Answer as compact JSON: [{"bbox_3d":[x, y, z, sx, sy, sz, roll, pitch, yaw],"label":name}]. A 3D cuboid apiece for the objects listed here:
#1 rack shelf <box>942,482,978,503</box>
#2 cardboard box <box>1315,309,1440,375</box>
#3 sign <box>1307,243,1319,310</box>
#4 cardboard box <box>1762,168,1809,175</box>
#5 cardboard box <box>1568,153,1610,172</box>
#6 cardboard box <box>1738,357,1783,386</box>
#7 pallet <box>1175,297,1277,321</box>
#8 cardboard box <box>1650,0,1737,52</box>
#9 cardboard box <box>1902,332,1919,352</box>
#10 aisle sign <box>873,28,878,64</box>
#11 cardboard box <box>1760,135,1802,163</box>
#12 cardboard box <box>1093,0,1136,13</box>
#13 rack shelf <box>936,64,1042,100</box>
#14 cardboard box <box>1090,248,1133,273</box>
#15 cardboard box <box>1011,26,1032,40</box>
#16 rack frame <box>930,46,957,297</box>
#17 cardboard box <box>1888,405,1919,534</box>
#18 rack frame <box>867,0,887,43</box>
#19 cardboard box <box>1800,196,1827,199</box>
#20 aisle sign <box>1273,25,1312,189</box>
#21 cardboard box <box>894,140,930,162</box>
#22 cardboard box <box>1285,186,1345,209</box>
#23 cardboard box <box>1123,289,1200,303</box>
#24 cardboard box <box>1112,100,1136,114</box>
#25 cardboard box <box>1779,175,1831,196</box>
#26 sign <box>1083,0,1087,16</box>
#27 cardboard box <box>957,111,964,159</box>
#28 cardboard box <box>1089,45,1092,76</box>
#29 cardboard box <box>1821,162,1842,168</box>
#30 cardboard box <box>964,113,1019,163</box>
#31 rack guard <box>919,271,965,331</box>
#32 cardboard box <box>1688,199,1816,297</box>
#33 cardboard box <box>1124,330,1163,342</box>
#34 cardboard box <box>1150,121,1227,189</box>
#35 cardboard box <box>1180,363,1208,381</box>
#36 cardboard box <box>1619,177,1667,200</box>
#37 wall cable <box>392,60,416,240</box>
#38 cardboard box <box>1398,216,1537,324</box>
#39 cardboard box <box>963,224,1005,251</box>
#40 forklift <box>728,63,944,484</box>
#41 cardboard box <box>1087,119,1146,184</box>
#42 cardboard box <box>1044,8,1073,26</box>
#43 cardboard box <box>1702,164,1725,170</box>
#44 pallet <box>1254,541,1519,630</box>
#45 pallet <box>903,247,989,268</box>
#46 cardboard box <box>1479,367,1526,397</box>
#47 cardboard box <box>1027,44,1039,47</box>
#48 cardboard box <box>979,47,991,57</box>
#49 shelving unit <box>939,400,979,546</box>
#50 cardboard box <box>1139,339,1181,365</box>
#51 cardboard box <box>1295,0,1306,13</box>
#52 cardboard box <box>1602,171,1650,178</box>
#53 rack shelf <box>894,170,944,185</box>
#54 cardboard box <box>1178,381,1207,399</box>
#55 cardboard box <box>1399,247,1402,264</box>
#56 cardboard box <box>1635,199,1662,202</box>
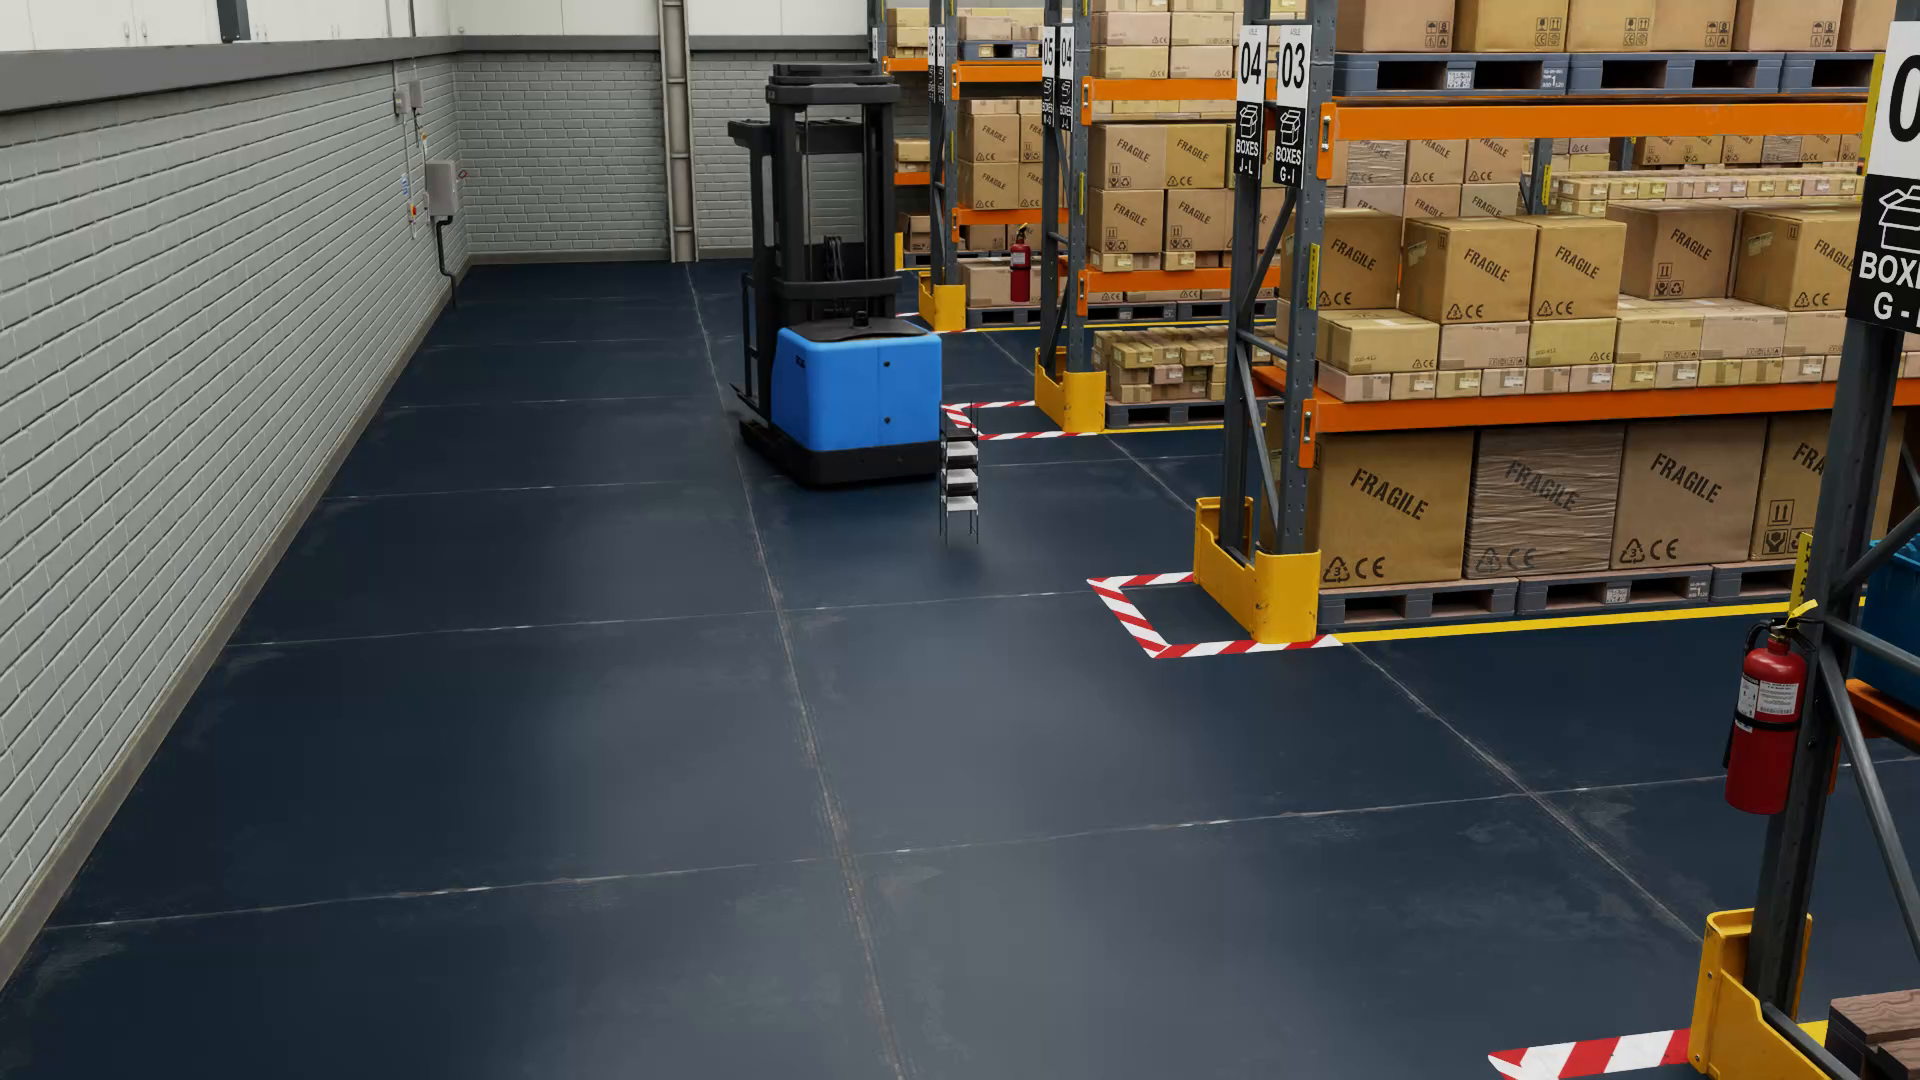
[{"bbox_3d":[-0.008,-0.312,10.714,0.200,0.077,0.258,-3,17,-10],"label":"rack shelf"},{"bbox_3d":[2.217,-1.066,8.922,0.500,0.250,0.500,-4,17,-12],"label":"cardboard box"},{"bbox_3d":[1.794,-1.338,8.449,0.005,0.325,0.100,-3,17,-10],"label":"sign"},{"bbox_3d":[7.452,-3.280,15.081,0.250,0.149,0.380,-4,18,-13],"label":"cardboard box"},{"bbox_3d":[7.242,-4.416,19.484,0.500,0.250,0.500,-3,17,-11],"label":"cardboard box"},{"bbox_3d":[4.375,-0.980,9.322,0.250,0.149,0.380,-3,17,-9],"label":"cardboard box"},{"bbox_3d":[2.981,-2.773,19.481,1.213,0.211,1.003,-3,17,-10],"label":"pallet"},{"bbox_3d":[3.796,-2.922,9.051,0.500,0.500,0.700,-2,17,-8],"label":"cardboard box"},{"bbox_3d":[5.238,-1.239,9.487,0.500,0.250,0.500,-4,17,-11],"label":"cardboard box"},{"bbox_3d":[-1.142,-6.488,22.399,0.004,0.787,0.394,-3,17,-10],"label":"aisle sign"},{"bbox_3d":[9.678,-4.786,19.893,0.500,0.500,0.500,-4,18,-13],"label":"cardboard box"},{"bbox_3d":[1.214,-4.226,13.078,0.250,0.149,0.380,-3,17,-11],"label":"cardboard box"},{"bbox_3d":[1.778,-5.105,18.439,4.000,0.370,1.077,-3,17,-10],"label":"rack shelf"},{"bbox_3d":[1.233,-2.285,13.571,0.250,0.149,0.380,-3,17,-11],"label":"cardboard box"},{"bbox_3d":[0.636,-5.563,18.248,0.250,0.149,0.380,-5,18,-15],"label":"cardboard box"},{"bbox_3d":[-0.185,-3.903,18.411,0.127,3.000,1.000,-3,17,-10],"label":"rack frame"},{"bbox_3d":[6.247,-0.496,10.220,0.875,0.875,1.225,-3,17,-10],"label":"cardboard box"},{"bbox_3d":[-1.131,-8.202,22.188,0.127,3.000,1.000,-3,17,-10],"label":"rack frame"},{"bbox_3d":[7.299,-2.934,14.461,0.250,0.149,0.380,-3,17,-11],"label":"cardboard box"},{"bbox_3d":[1.681,-2.199,8.434,0.004,0.787,0.394,-3,17,-10],"label":"aisle sign"},{"bbox_3d":[-0.634,-5.352,22.877,0.500,0.250,0.500,-3,17,-10],"label":"cardboard box"},{"bbox_3d":[2.850,-2.708,13.843,0.500,0.500,0.500,-4,17,-12],"label":"cardboard box"},{"bbox_3d":[2.226,-3.048,19.275,0.875,0.438,0.875,-4,17,-12],"label":"cardboard box"},{"bbox_3d":[1.747,-4.753,18.201,0.250,0.149,0.380,-4,17,-12],"label":"cardboard box"},{"bbox_3d":[7.310,-3.077,14.422,0.250,0.149,0.380,-3,17,-10],"label":"cardboard box"},{"bbox_3d":[0.956,-4.177,12.705,0.005,0.325,0.100,-3,17,-10],"label":"sign"},{"bbox_3d":[0.243,-4.525,18.561,0.500,0.500,0.500,-3,17,-9],"label":"cardboard box"},{"bbox_3d":[1.249,-3.946,13.696,0.500,0.250,0.500,-4,17,-12],"label":"cardboard box"},{"bbox_3d":[10.386,-4.495,20.049,0.250,0.149,0.380,-3,17,-10],"label":"cardboard box"},{"bbox_3d":[0.340,-4.374,18.069,0.500,0.500,0.500,-4,17,-12],"label":"cardboard box"},{"bbox_3d":[-0.209,-2.707,18.774,0.348,0.500,1.175,-3,17,-10],"label":"rack guard"},{"bbox_3d":[4.618,-1.720,9.775,0.500,0.500,0.500,-3,17,-10],"label":"cardboard box"},{"bbox_3d":[1.582,-1.704,14.379,0.250,0.149,0.380,-3,17,-9],"label":"cardboard box"},{"bbox_3d":[1.838,-3.128,13.508,0.500,0.500,0.500,-3,17,-9],"label":"cardboard box"},{"bbox_3d":[1.919,-1.455,14.075,0.250,0.149,0.380,-3,17,-10],"label":"cardboard box"},{"bbox_3d":[5.779,-2.990,14.137,0.250,0.149,0.380,-3,17,-10],"label":"cardboard box"},{"bbox_3d":[-5.717,-4.083,17.213,0.123,1.953,0.585,-3,17,-10],"label":"wall cable"},{"bbox_3d":[2.708,-1.452,8.902,0.500,0.500,0.500,-4,17,-12],"label":"cardboard box"},{"bbox_3d":[0.335,-4.383,23.515,0.500,0.500,0.700,-3,17,-8],"label":"cardboard box"},{"bbox_3d":[-1.133,-2.189,12.948,1.130,2.935,3.031,-7,18,-21],"label":"forklift"},{"bbox_3d":[1.255,-3.247,13.895,0.500,0.500,0.500,-4,17,-12],"label":"cardboard box"},{"bbox_3d":[1.351,-7.146,22.757,0.500,0.250,0.500,-3,17,-9],"label":"cardboard box"},{"bbox_3d":[8.859,-4.411,19.778,0.250,0.149,0.380,-3,17,-10],"label":"cardboard box"},{"bbox_3d":[2.465,0.220,9.738,1.213,0.211,1.003,-3,17,-10],"label":"pallet"},{"bbox_3d":[-0.273,-4.050,23.638,1.213,0.211,1.003,-3,17,-10],"label":"pallet"},{"bbox_3d":[2.865,-0.895,9.044,0.250,0.149,0.380,-4,17,-11],"label":"cardboard box"},{"bbox_3d":[0.861,-6.879,22.739,0.500,0.250,0.500,-4,17,-11],"label":"cardboard box"},{"bbox_3d":[0.254,-6.631,22.611,0.250,0.149,0.380,-3,17,-11],"label":"cardboard box"},{"bbox_3d":[-0.008,-0.430,10.678,0.210,0.900,0.258,-3,17,-10],"label":"shelving unit"},{"bbox_3d":[1.680,-1.586,13.992,0.250,0.149,0.380,-3,17,-9],"label":"cardboard box"},{"bbox_3d":[2.745,-4.304,13.332,0.250,0.149,0.380,-3,17,-9],"label":"cardboard box"},{"bbox_3d":[5.913,-3.192,14.795,0.250,0.149,0.380,-3,17,-11],"label":"cardboard box"},{"bbox_3d":[0.833,-5.101,23.537,4.000,0.370,1.077,-3,17,-10],"label":"rack shelf"},{"bbox_3d":[1.912,-1.311,14.111,0.250,0.149,0.380,-3,17,-10],"label":"cardboard box"},{"bbox_3d":[3.520,-2.427,14.032,0.250,0.149,0.380,-4,18,-13],"label":"cardboard box"},{"bbox_3d":[5.762,-2.846,14.176,0.250,0.149,0.380,-3,17,-9],"label":"cardboard box"}]
